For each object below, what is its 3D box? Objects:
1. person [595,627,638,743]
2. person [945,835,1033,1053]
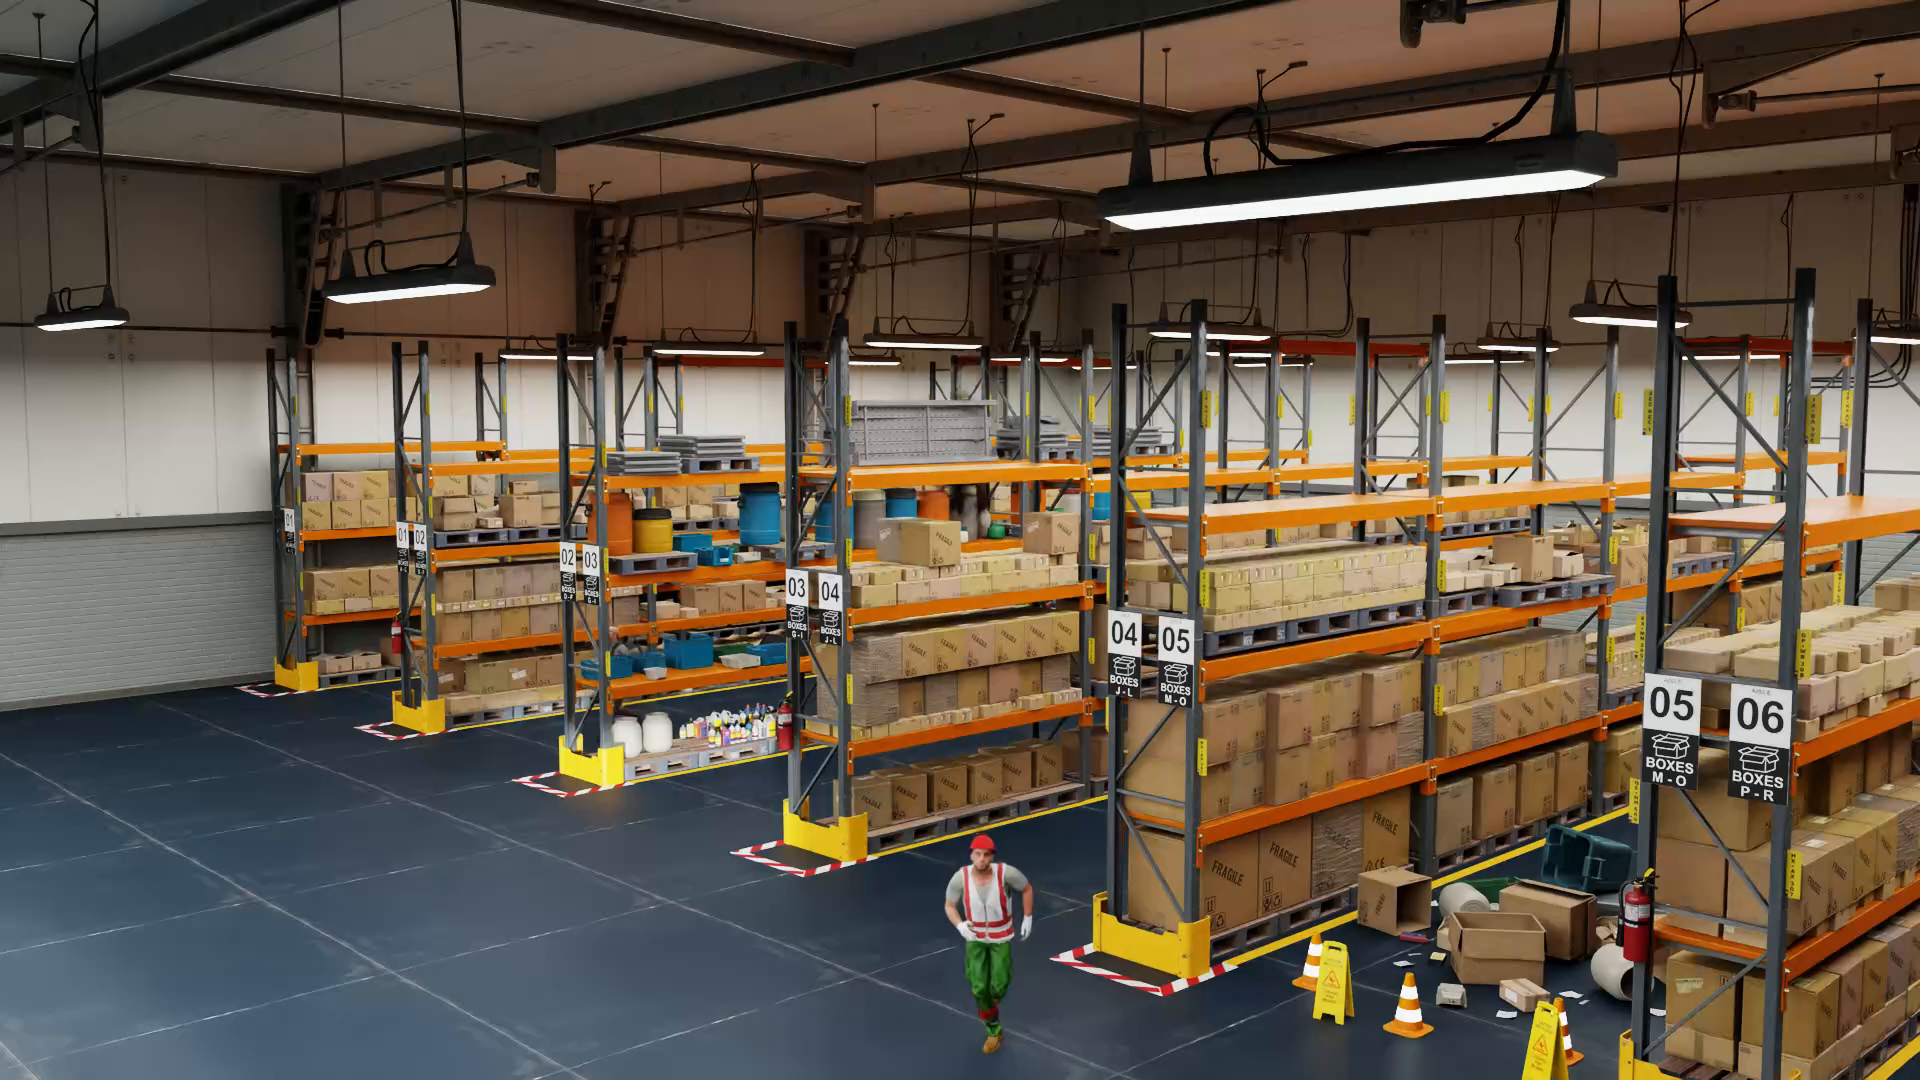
[{"bbox_3d":[-5.176,2.157,25.056,0.657,1.720,0.784,4,6,39],"label":"person"},{"bbox_3d":[0.228,3.176,13.200,0.703,1.734,0.646,0,5,3],"label":"person"}]
